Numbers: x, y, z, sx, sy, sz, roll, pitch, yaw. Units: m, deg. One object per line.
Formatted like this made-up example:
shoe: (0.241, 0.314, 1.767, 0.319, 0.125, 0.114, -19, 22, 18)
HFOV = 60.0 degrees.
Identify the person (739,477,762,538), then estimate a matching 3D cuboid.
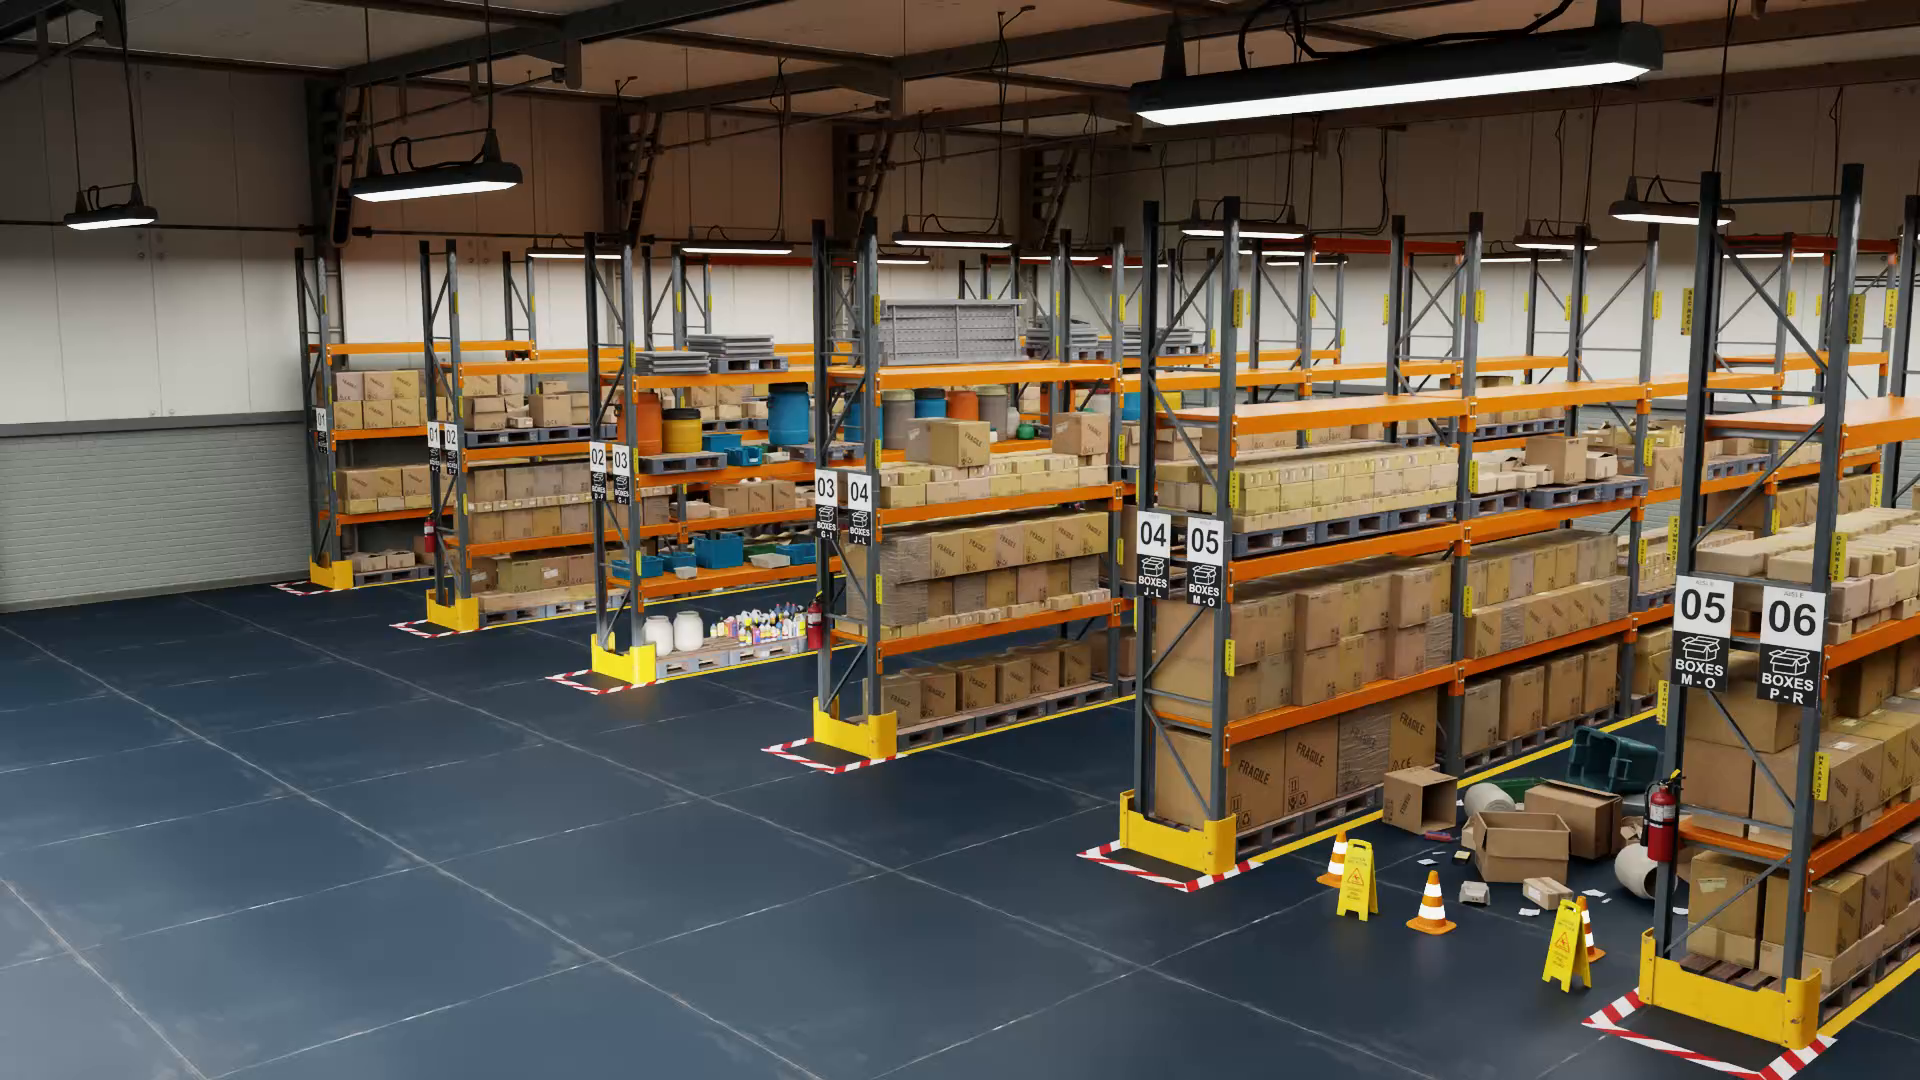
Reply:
person: (-4.191, -0.631, 33.439, 0.446, 1.789, 0.571, 7, 11, 40)

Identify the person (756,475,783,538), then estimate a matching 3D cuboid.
person: (-3.807, -0.538, 32.947, 0.978, 1.693, 0.692, -8, 12, -44)
